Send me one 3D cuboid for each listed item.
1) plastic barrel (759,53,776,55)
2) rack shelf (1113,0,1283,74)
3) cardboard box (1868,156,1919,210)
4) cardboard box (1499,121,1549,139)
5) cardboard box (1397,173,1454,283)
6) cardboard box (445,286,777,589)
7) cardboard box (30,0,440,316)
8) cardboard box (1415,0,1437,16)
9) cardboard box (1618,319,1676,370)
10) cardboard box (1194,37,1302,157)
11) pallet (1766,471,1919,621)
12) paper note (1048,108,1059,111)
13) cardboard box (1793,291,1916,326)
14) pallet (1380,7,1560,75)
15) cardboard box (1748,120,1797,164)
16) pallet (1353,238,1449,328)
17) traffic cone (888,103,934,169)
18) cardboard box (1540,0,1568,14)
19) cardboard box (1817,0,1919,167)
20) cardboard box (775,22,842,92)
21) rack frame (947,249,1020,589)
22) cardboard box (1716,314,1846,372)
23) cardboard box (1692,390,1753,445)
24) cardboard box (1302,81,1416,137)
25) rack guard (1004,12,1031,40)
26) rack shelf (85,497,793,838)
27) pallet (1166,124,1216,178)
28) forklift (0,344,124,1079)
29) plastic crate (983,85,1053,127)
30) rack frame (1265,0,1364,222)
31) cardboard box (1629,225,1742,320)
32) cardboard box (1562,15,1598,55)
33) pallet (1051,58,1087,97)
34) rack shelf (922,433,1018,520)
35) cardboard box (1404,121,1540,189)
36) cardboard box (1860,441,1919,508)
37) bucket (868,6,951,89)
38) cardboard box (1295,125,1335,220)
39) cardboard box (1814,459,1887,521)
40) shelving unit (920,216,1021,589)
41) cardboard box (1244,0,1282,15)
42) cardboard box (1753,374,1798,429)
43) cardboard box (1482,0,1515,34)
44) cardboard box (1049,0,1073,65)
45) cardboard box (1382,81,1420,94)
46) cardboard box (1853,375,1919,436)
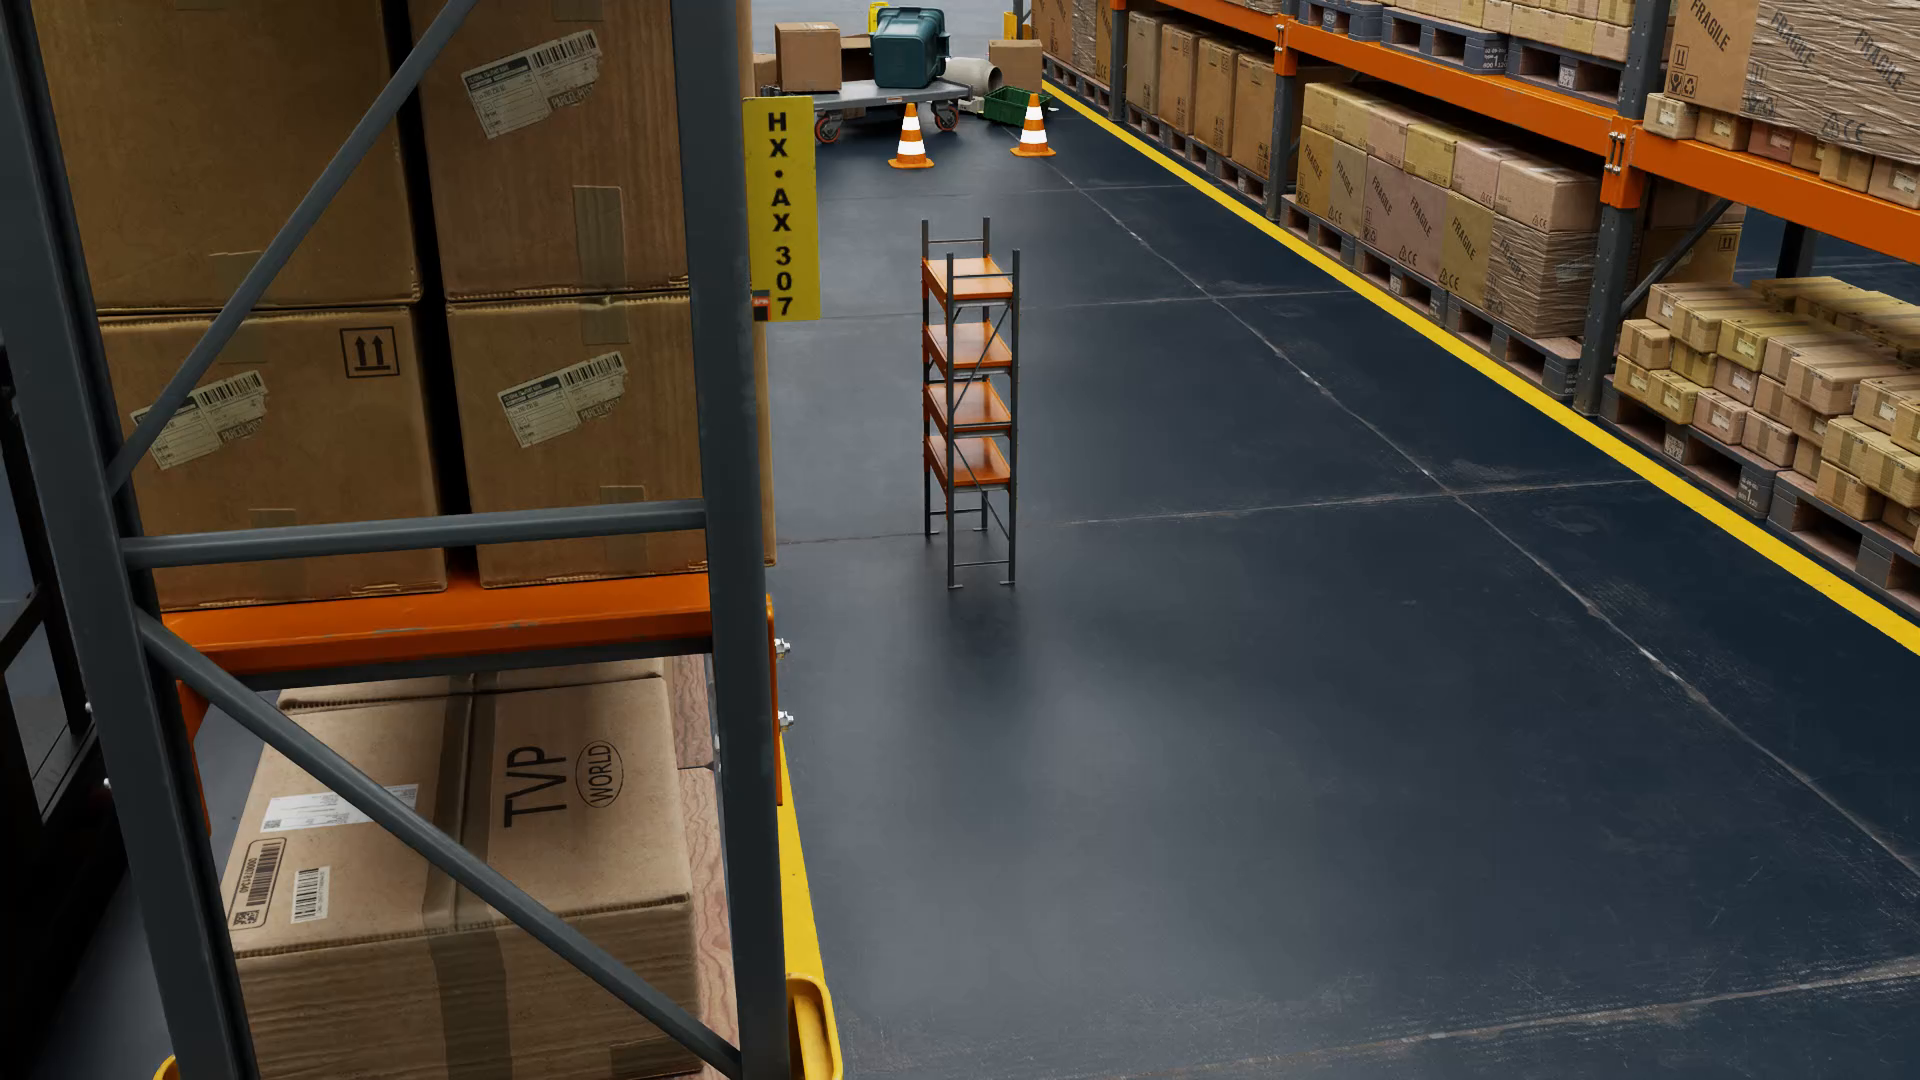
[{"bbox_3d":[-1.893,-4.416,15.833,0.512,0.421,0.421,13,27,27],"label":"plastic barrel"},{"bbox_3d":[2.193,-4.014,12.591,1.077,0.370,4.000,-4,24,-10],"label":"rack shelf"},{"bbox_3d":[3.325,-1.218,5.606,0.380,0.149,0.250,-3,24,-7],"label":"cardboard box"},{"bbox_3d":[3.235,-2.094,8.959,0.500,0.250,0.500,-3,24,-8],"label":"cardboard box"},{"bbox_3d":[2.733,-1.707,9.009,0.500,0.500,0.500,-5,24,-11],"label":"cardboard box"},{"bbox_3d":[-0.610,-0.260,2.972,0.500,0.500,0.500,-4,24,-10],"label":"cardboard box"},{"bbox_3d":[-1.127,-0.680,2.685,0.500,0.500,0.500,-4,24,-8],"label":"cardboard box"},{"bbox_3d":[2.694,-2.922,8.981,0.380,0.149,0.250,-4,24,-9],"label":"cardboard box"},{"bbox_3d":[3.055,-0.839,7.090,0.380,0.149,0.250,-3,24,-7],"label":"cardboard box"},{"bbox_3d":[2.374,-3.308,12.363,1.050,0.750,0.750,-4,24,-9],"label":"cardboard box"},{"bbox_3d":[3.690,0.037,5.902,1.003,0.211,1.213,-4,24,-10],"label":"pallet"},{"bbox_3d":[0.809,-3.967,15.295,0.142,0.020,0.147,18,29,36],"label":"paper note"},{"bbox_3d":[3.710,-0.924,6.911,0.380,0.149,0.250,-4,24,-9],"label":"cardboard box"},{"bbox_3d":[2.969,-2.693,8.909,1.003,0.211,1.213,-4,24,-10],"label":"pallet"},{"bbox_3d":[3.255,-1.536,6.332,0.380,0.149,0.250,-5,24,-12],"label":"cardboard box"},{"bbox_3d":[2.928,-1.493,9.404,1.003,0.211,1.213,-4,24,-10],"label":"pallet"},{"bbox_3d":[-0.381,-3.137,12.855,0.336,0.463,0.334,-4,24,-10],"label":"traffic cone"},{"bbox_3d":[2.942,-2.540,7.736,0.380,0.149,0.250,-3,24,-7],"label":"cardboard box"},{"bbox_3d":[3.303,-1.557,5.571,0.500,0.500,0.500,-5,24,-11],"label":"cardboard box"},{"bbox_3d":[-1.279,-4.069,13.996,0.500,0.500,0.500,-4,24,-10],"label":"cardboard box"},{"bbox_3d":[0.076,-0.389,5.641,0.240,1.200,0.015,-4,24,-10],"label":"rack frame"},{"bbox_3d":[3.250,-0.783,6.588,0.380,0.149,0.250,-5,24,-10],"label":"cardboard box"},{"bbox_3d":[3.200,-0.504,6.693,0.380,0.149,0.250,-4,24,-10],"label":"cardboard box"},{"bbox_3d":[2.452,-2.658,10.250,0.500,0.250,0.500,-5,24,-12],"label":"cardboard box"},{"bbox_3d":[1.079,-5.567,18.373,1.175,0.500,0.348,-4,24,-10],"label":"rack guard"},{"bbox_3d":[-1.174,-0.461,4.457,1.077,0.370,4.000,-4,24,-10],"label":"rack shelf"},{"bbox_3d":[2.269,-3.073,13.023,1.003,0.211,1.213,-4,24,-10],"label":"pallet"},{"bbox_3d":[-2.684,-0.393,3.489,1.130,2.935,3.031,-4,24,-10],"label":"forklift"},{"bbox_3d":[0.504,-3.839,14.734,0.450,0.188,0.662,17,27,13],"label":"plastic crate"},{"bbox_3d":[2.563,-3.557,10.646,1.000,3.000,0.127,-4,24,-10],"label":"rack frame"},{"bbox_3d":[3.427,-1.341,8.170,0.500,0.500,0.500,-3,24,-8],"label":"cardboard box"},{"bbox_3d":[2.986,-2.304,7.568,0.380,0.149,0.250,-4,24,-9],"label":"cardboard box"},{"bbox_3d":[1.530,-4.638,16.606,1.003,0.211,1.213,-4,24,-10],"label":"pallet"},{"bbox_3d":[0.031,-0.241,5.967,0.258,0.148,0.480,-4,24,-10],"label":"rack shelf"},{"bbox_3d":[2.723,-2.058,8.877,0.500,0.250,0.500,-5,24,-12],"label":"cardboard box"},{"bbox_3d":[3.350,-0.234,5.704,0.380,0.149,0.250,-4,24,-9],"label":"cardboard box"},{"bbox_3d":[-0.468,-4.209,14.331,0.726,0.611,0.620,4,34,9],"label":"bucket"},{"bbox_3d":[2.443,-2.307,10.382,0.500,0.500,0.500,-5,24,-12],"label":"cardboard box"},{"bbox_3d":[3.334,-0.195,5.986,0.380,0.149,0.250,-5,24,-11],"label":"cardboard box"},{"bbox_3d":[0.031,-0.485,5.861,0.258,1.200,0.503,-4,24,-10],"label":"shelving unit"},{"bbox_3d":[2.216,-3.760,10.986,0.500,0.500,0.500,-4,24,-10],"label":"cardboard box"},{"bbox_3d":[3.318,-0.547,6.420,0.380,0.149,0.250,-6,24,-12],"label":"cardboard box"},{"bbox_3d":[2.839,-2.610,8.268,0.380,0.149,0.250,-5,24,-12],"label":"cardboard box"},{"bbox_3d":[1.439,-5.314,16.801,0.875,0.875,0.875,-5,24,-11],"label":"cardboard box"},{"bbox_3d":[2.947,-2.698,10.341,0.500,0.250,0.500,-5,24,-11],"label":"cardboard box"},{"bbox_3d":[3.419,-0.475,5.883,0.380,0.149,0.250,-5,24,-12],"label":"cardboard box"}]
